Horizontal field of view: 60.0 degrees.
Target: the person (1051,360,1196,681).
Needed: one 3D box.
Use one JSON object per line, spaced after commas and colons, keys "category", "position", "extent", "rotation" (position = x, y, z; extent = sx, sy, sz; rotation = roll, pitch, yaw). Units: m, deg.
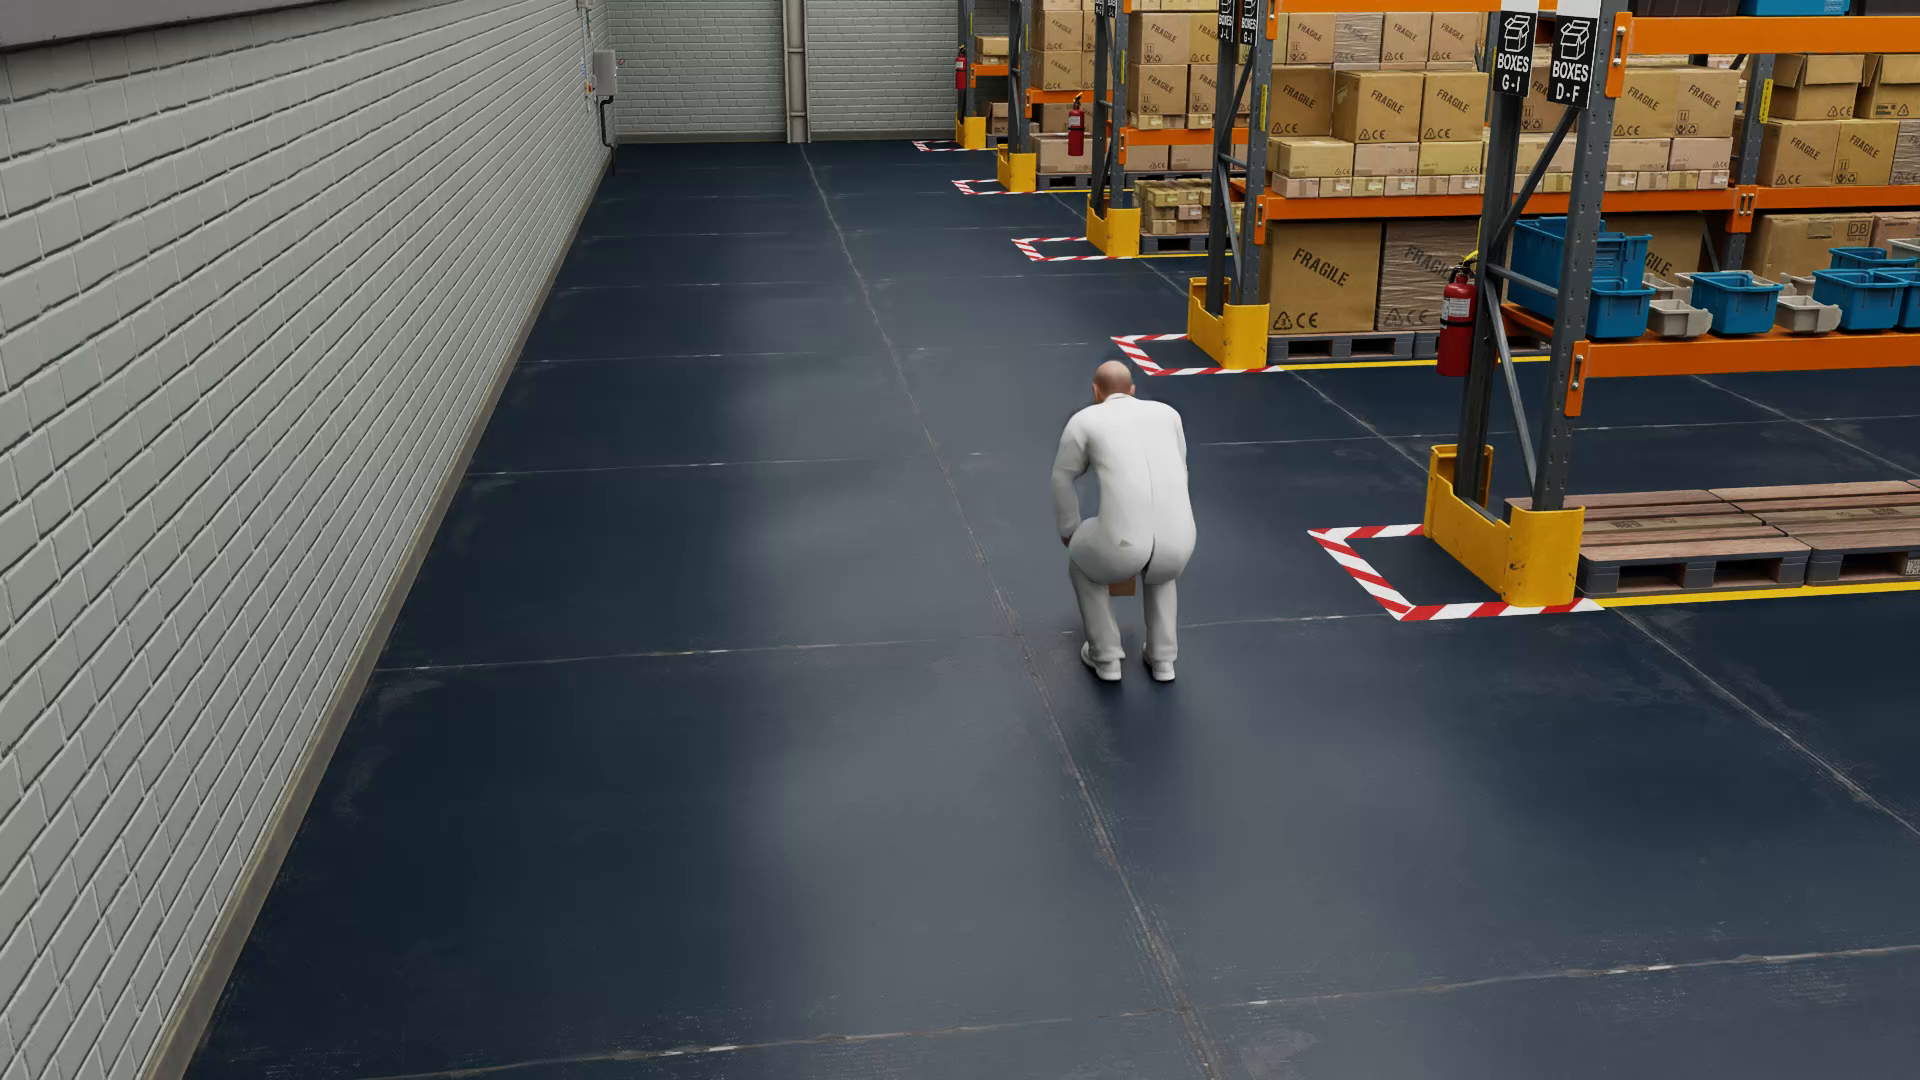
{"category": "person", "position": [0.733, -0.062, 7.403], "extent": [0.633, 1.352, 0.749], "rotation": [-3, 20, -8]}
